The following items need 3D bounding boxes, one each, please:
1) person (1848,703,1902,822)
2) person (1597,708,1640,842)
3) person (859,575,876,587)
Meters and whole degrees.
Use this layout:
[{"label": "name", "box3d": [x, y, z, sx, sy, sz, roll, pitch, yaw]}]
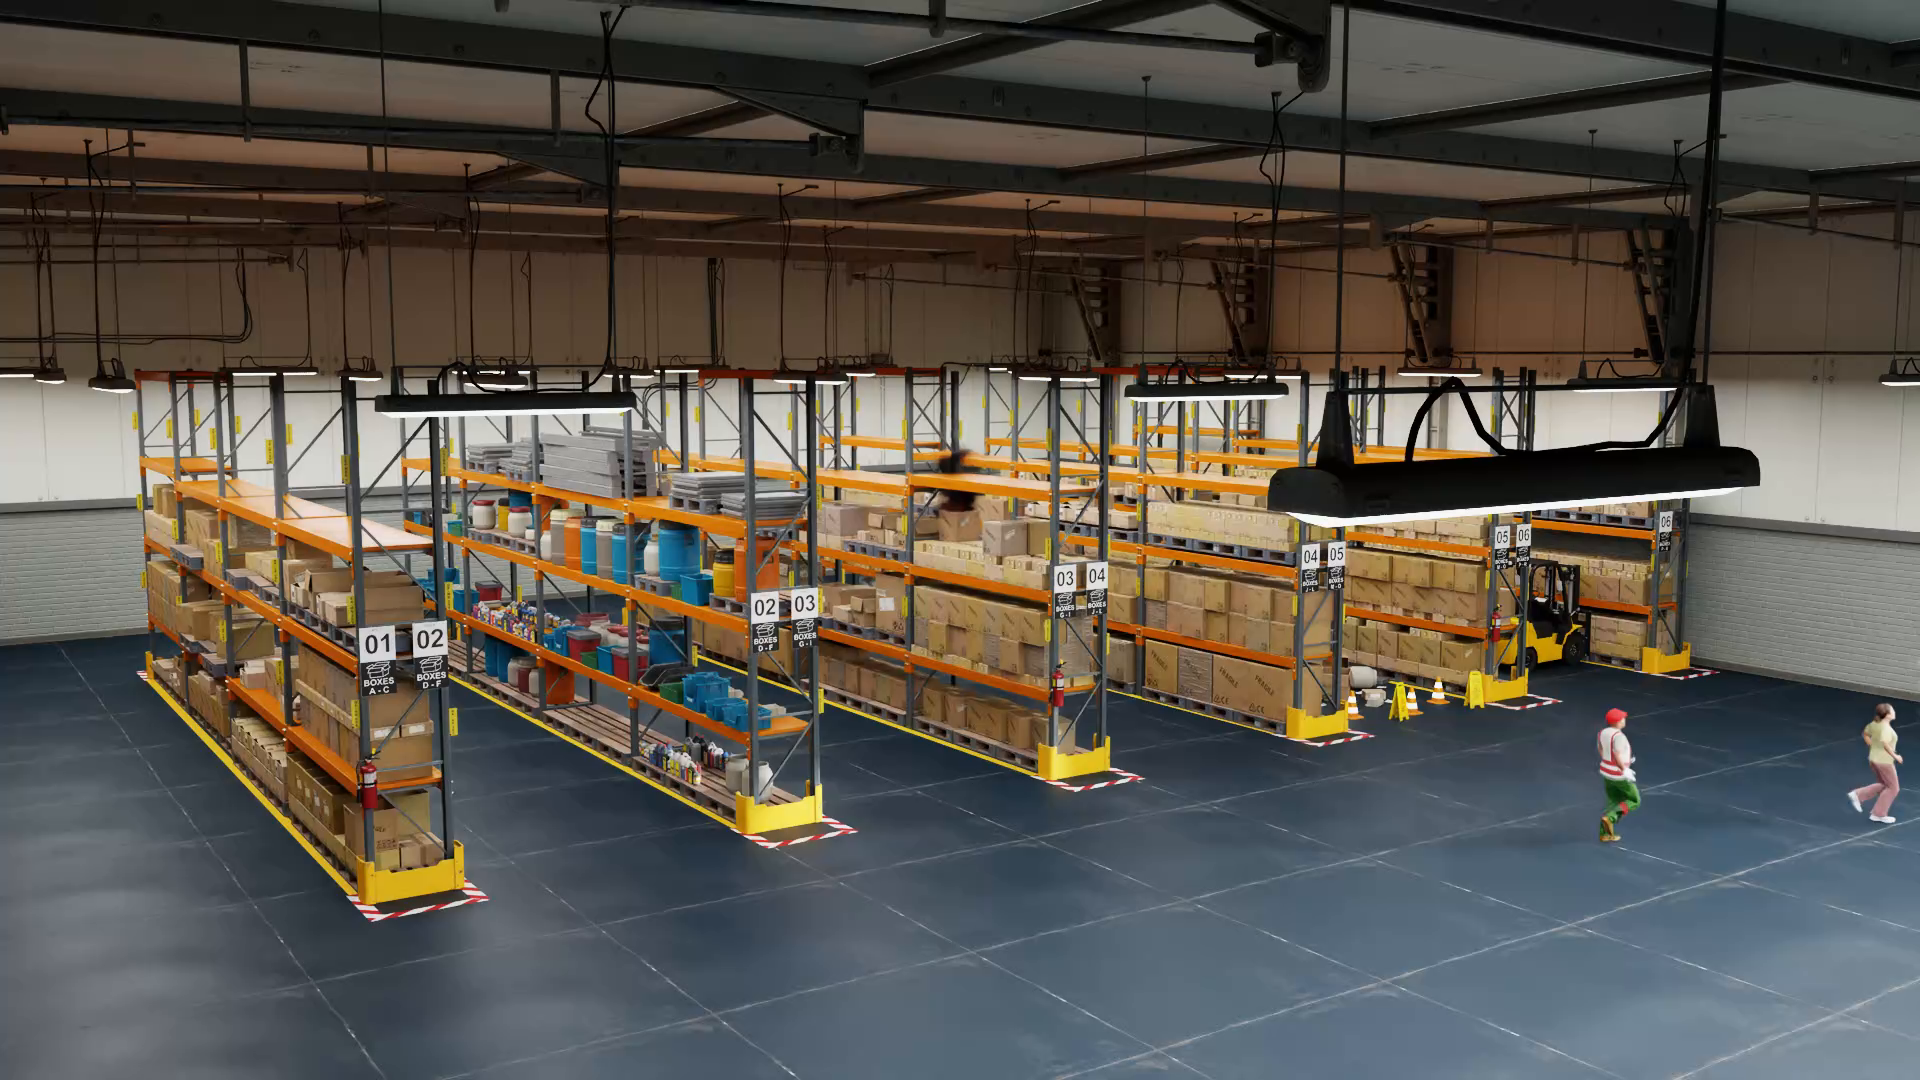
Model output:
[{"label": "person", "box3d": [12.367, 2.997, 22.461, 0.571, 1.627, 0.609, 0, 6, 3]}, {"label": "person", "box3d": [8.527, 3.036, 21.518, 0.581, 1.740, 0.652, -2, 7, -13]}, {"label": "person", "box3d": [-2.326, 0.771, 42.231, 0.587, 1.646, 0.575, 5, 8, 39]}]
